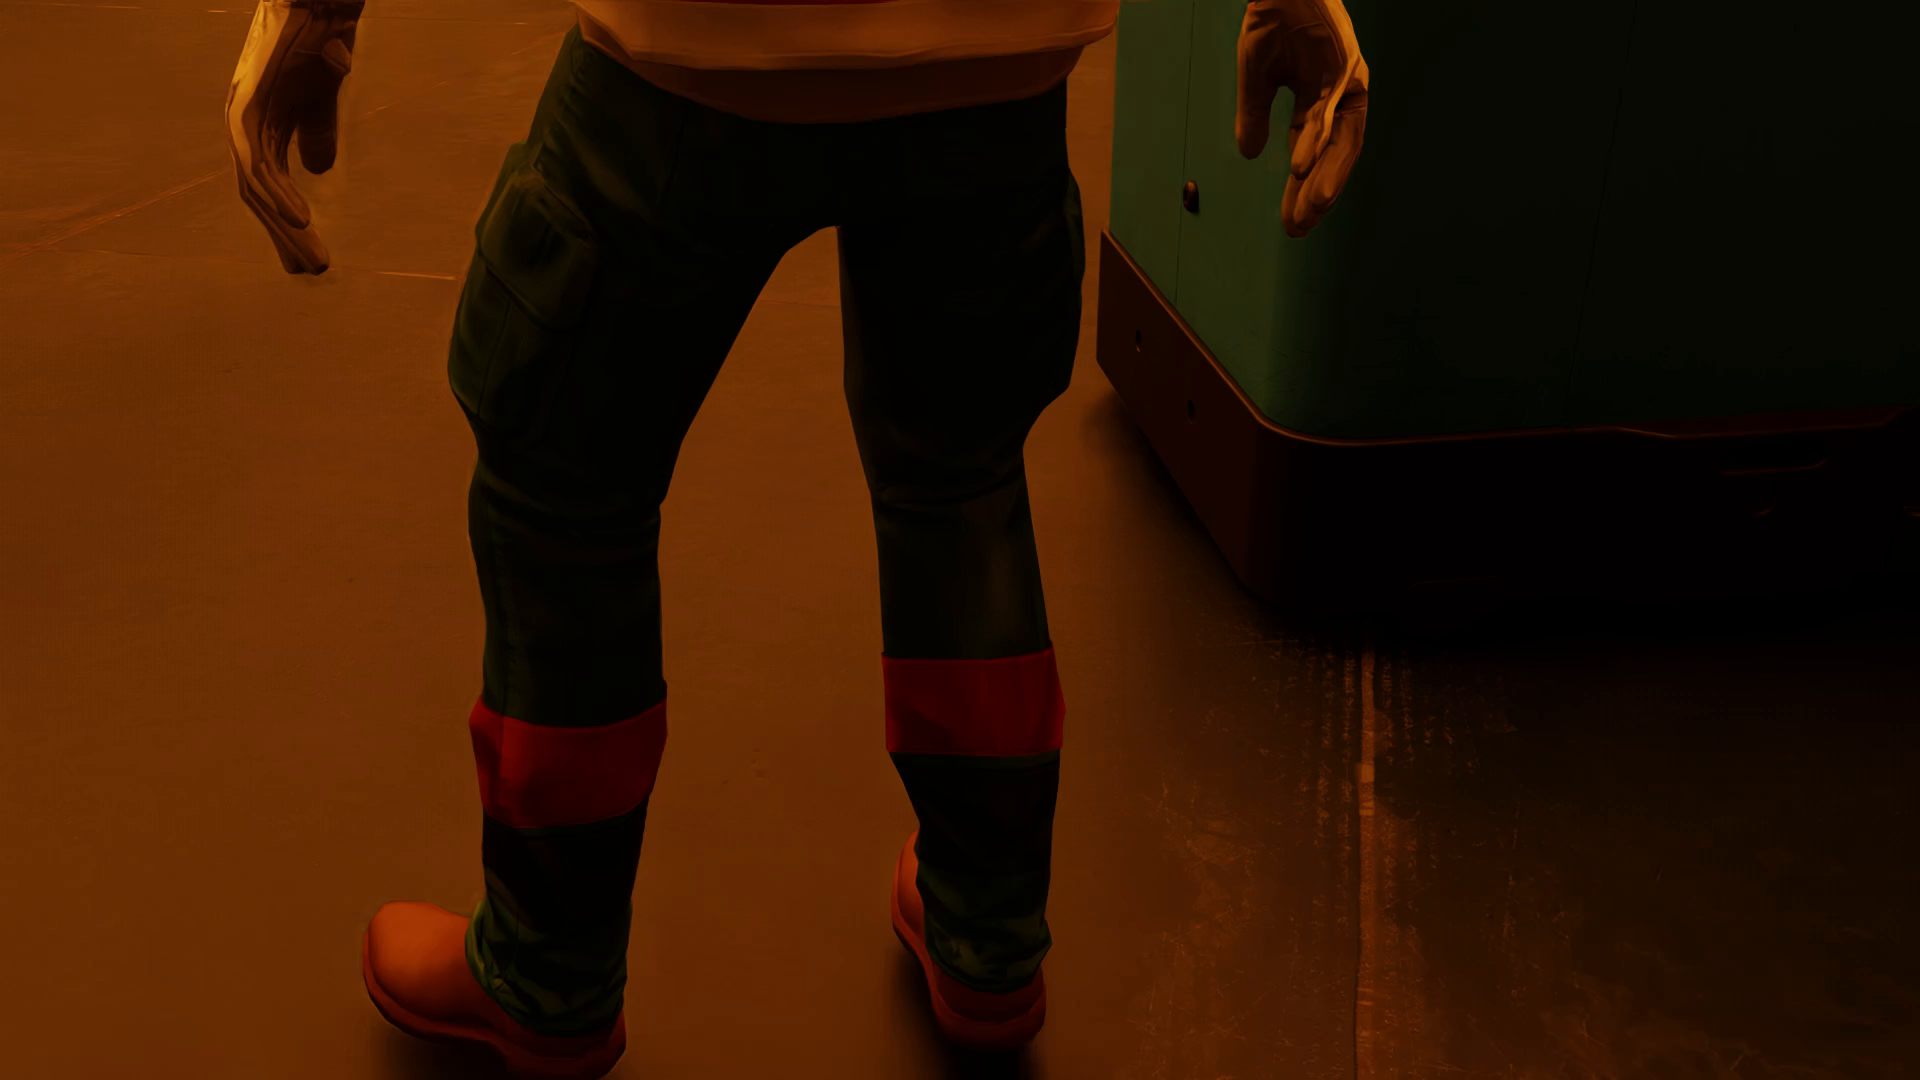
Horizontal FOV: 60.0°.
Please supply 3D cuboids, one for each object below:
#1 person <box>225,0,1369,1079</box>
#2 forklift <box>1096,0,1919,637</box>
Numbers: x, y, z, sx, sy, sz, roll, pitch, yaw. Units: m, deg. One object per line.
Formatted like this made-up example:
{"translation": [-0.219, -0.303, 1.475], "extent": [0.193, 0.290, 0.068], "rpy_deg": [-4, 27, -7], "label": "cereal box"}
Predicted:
{"translation": [-0.127, -0.383, 1.231], "extent": [0.849, 1.749, 0.430], "rpy_deg": [-10, 29, -19], "label": "person"}
{"translation": [1.807, -1.480, 2.179], "extent": [3.031, 2.935, 1.130], "rpy_deg": [-4, 27, -8], "label": "forklift"}
